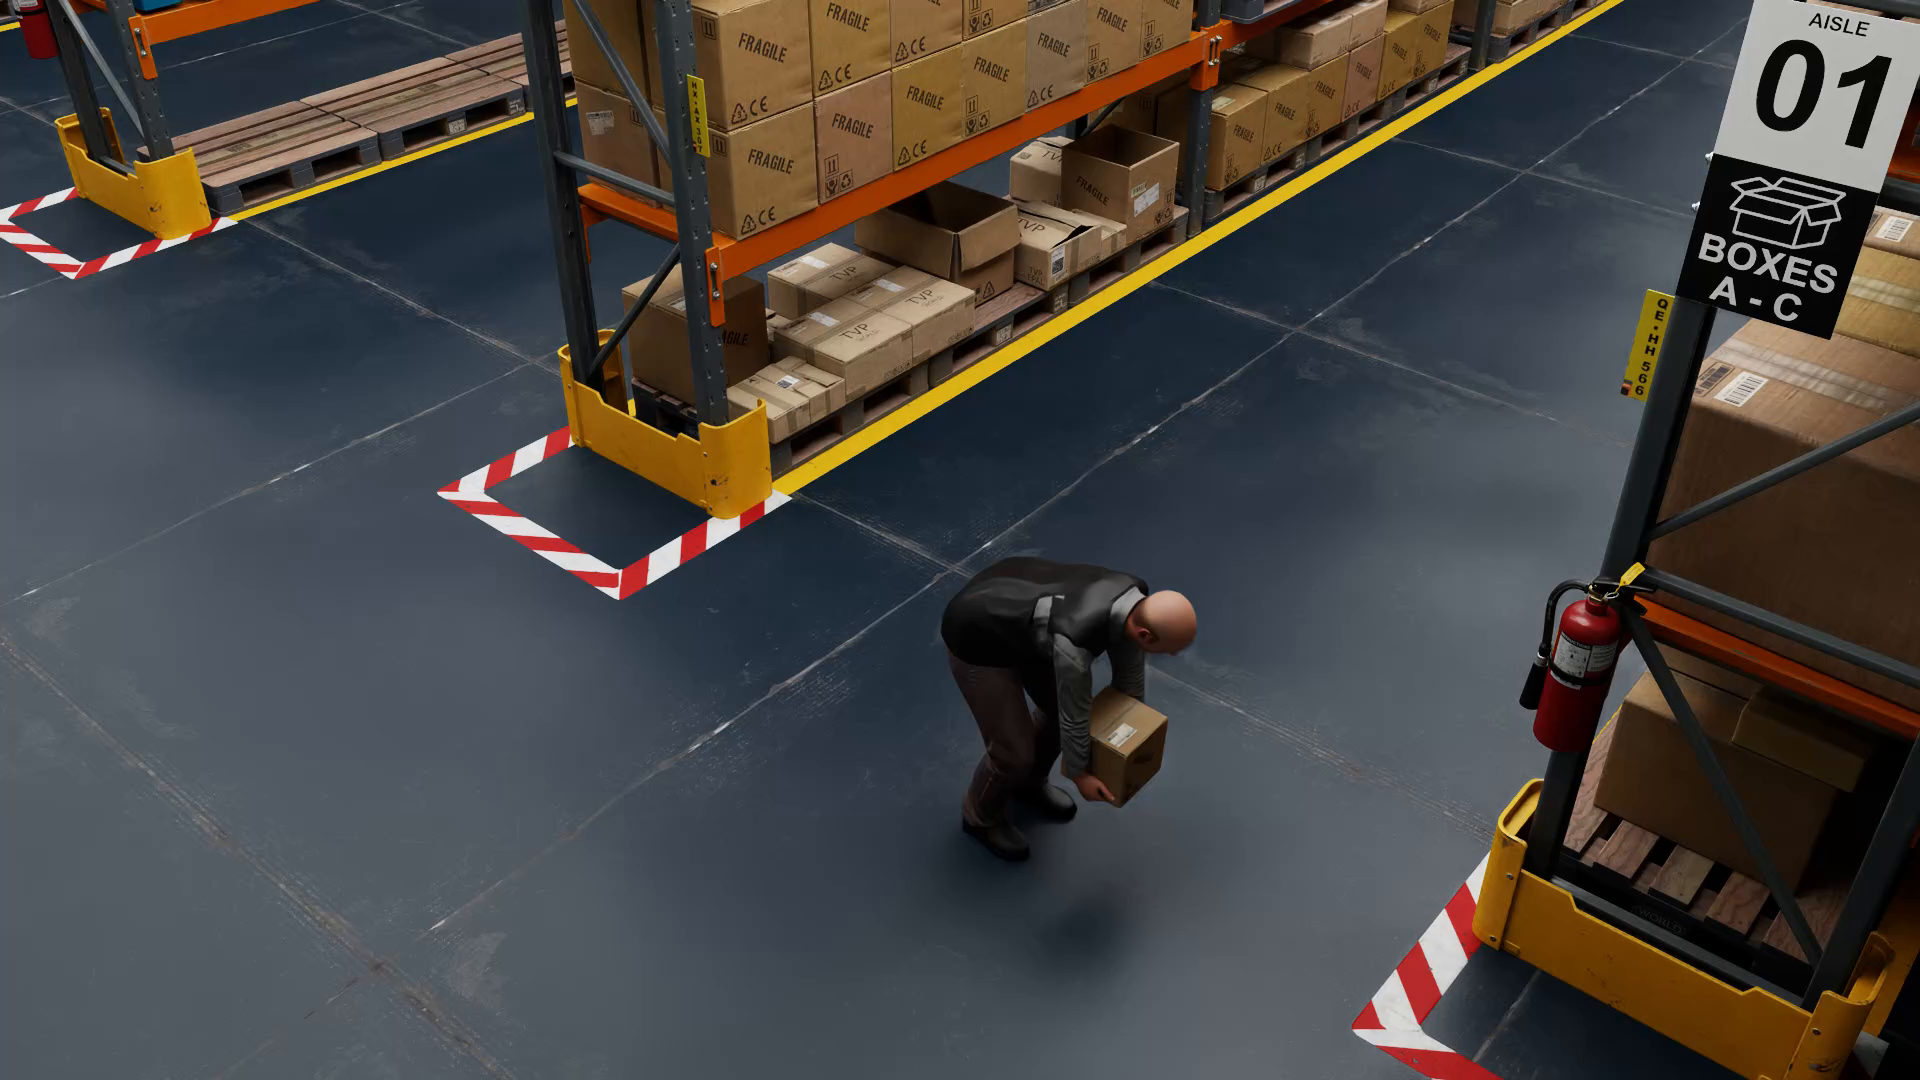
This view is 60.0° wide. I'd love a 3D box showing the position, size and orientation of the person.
[{"bbox_3d":[0.373,0.583,5.720,0.888,1.276,0.470,24,41,30],"label":"person"}]
